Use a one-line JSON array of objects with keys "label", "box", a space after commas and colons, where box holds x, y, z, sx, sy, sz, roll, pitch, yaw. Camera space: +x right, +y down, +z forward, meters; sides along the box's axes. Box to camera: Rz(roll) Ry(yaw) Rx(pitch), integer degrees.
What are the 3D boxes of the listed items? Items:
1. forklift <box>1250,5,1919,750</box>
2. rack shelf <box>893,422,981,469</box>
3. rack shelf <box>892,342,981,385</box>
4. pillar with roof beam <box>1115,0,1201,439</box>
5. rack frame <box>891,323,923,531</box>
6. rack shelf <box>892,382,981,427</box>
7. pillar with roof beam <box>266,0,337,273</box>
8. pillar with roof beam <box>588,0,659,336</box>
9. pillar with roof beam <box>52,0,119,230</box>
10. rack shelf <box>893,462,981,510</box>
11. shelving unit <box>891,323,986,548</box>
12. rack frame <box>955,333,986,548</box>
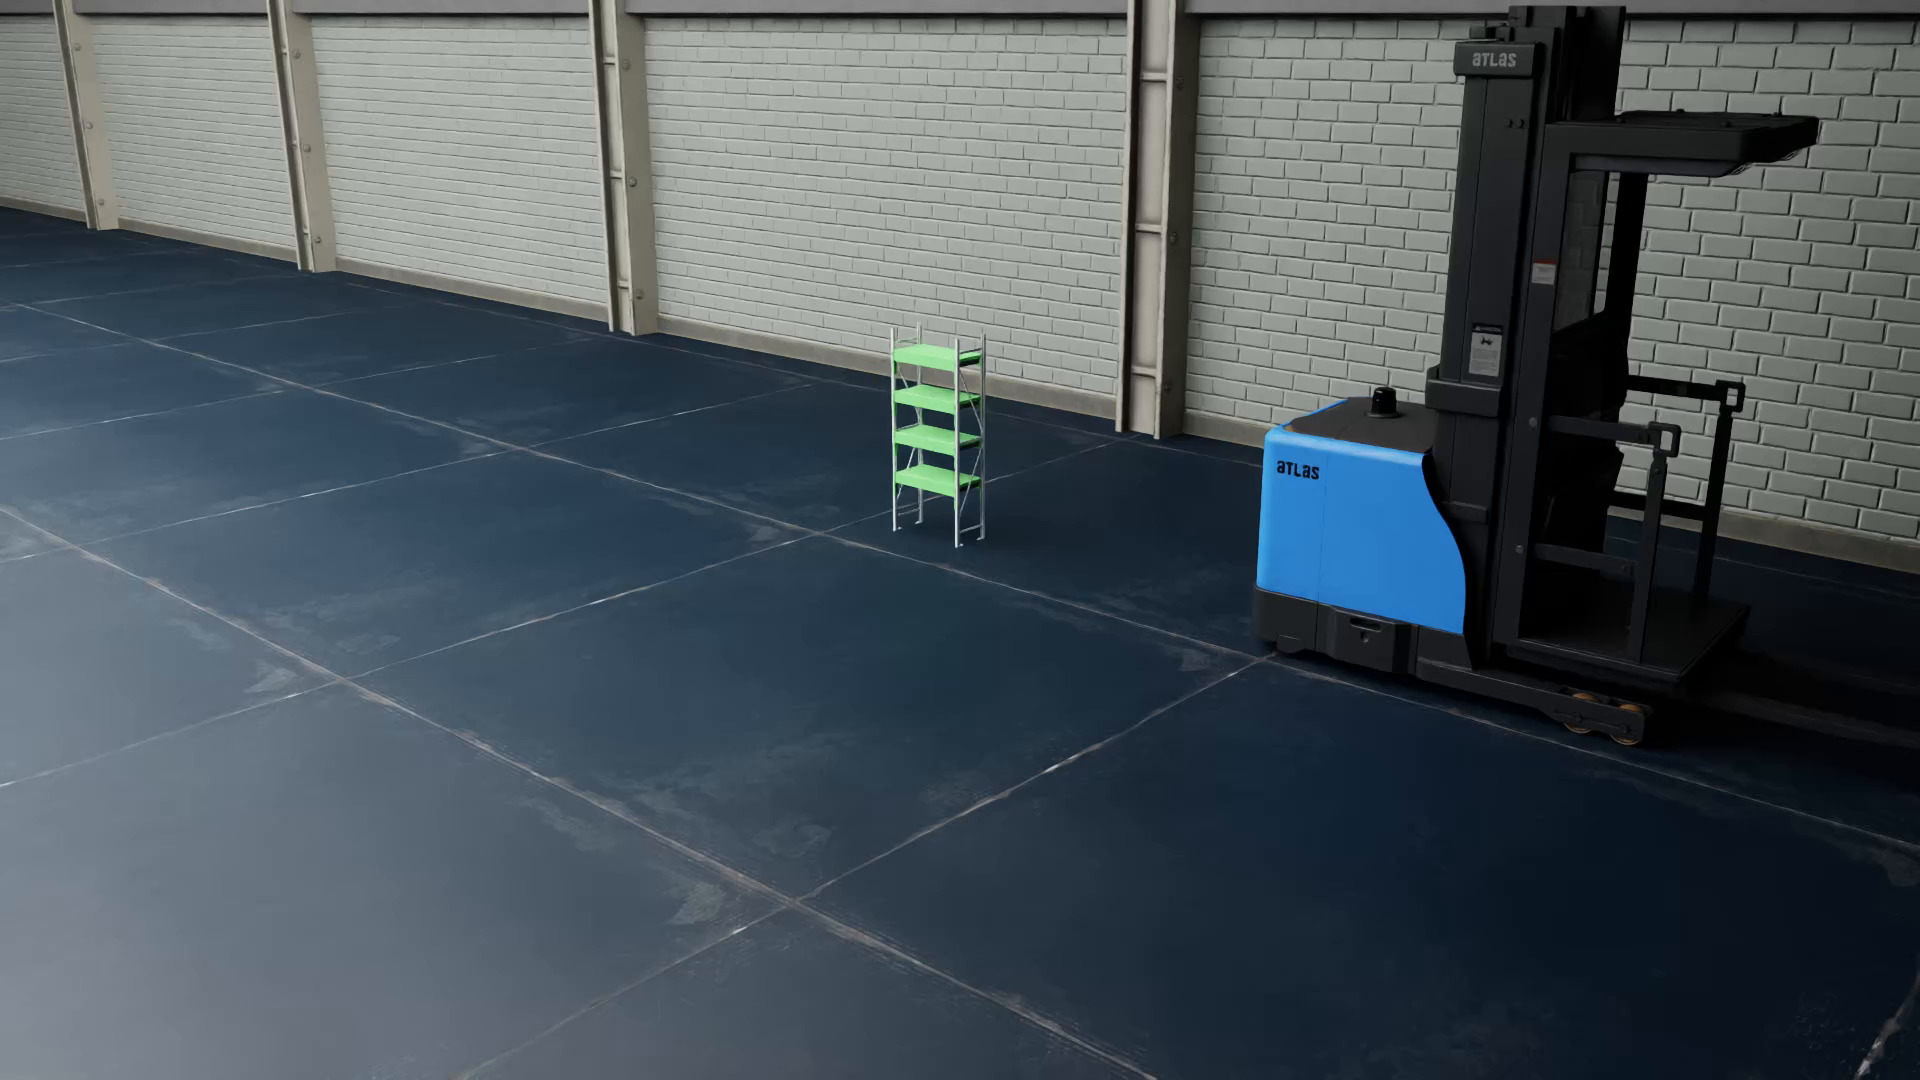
[{"label": "forklift", "box": [2.871, -0.725, 7.050, 3.031, 2.935, 1.130, 13, 22, 36]}, {"label": "rack shelf", "box": [-0.124, -0.544, 9.554, 0.480, 0.148, 0.258, 15, 23, 39]}, {"label": "rack shelf", "box": [-0.124, -1.002, 9.409, 0.480, 0.148, 0.258, 15, 23, 39]}, {"label": "pillar with roof beam", "box": [-1.479, -4.106, 7.673, 0.400, 9.000, 9.100, 15, 23, 39]}, {"label": "rack frame", "box": [-0.306, -0.654, 9.689, 0.015, 1.200, 0.240, 15, 23, 39]}, {"label": "rack shelf", "box": [-0.124, -0.773, 9.482, 0.480, 0.148, 0.258, 15, 23, 39]}, {"label": "pillar with roof beam", "box": [-10.454, -6.515, 15.265, 0.400, 9.000, 9.100, 15, 23, 39]}, {"label": "pillar with roof beam", "box": [-5.966, -5.311, 11.469, 0.400, 9.000, 9.100, 15, 23, 39]}, {"label": "pillar with roof beam", "box": [-14.942, -7.720, 19.061, 0.400, 9.000, 9.100, 15, 23, 39]}, {"label": "rack shelf", "box": [-0.124, -0.315, 9.627, 0.480, 0.148, 0.258, 15, 23, 39]}, {"label": "shelving unit", "box": [-0.124, -0.605, 9.535, 0.503, 1.200, 0.258, 15, 23, 39]}, {"label": "rack frame", "box": [0.059, -0.556, 9.381, 0.015, 1.200, 0.240, 15, 23, 39]}]
